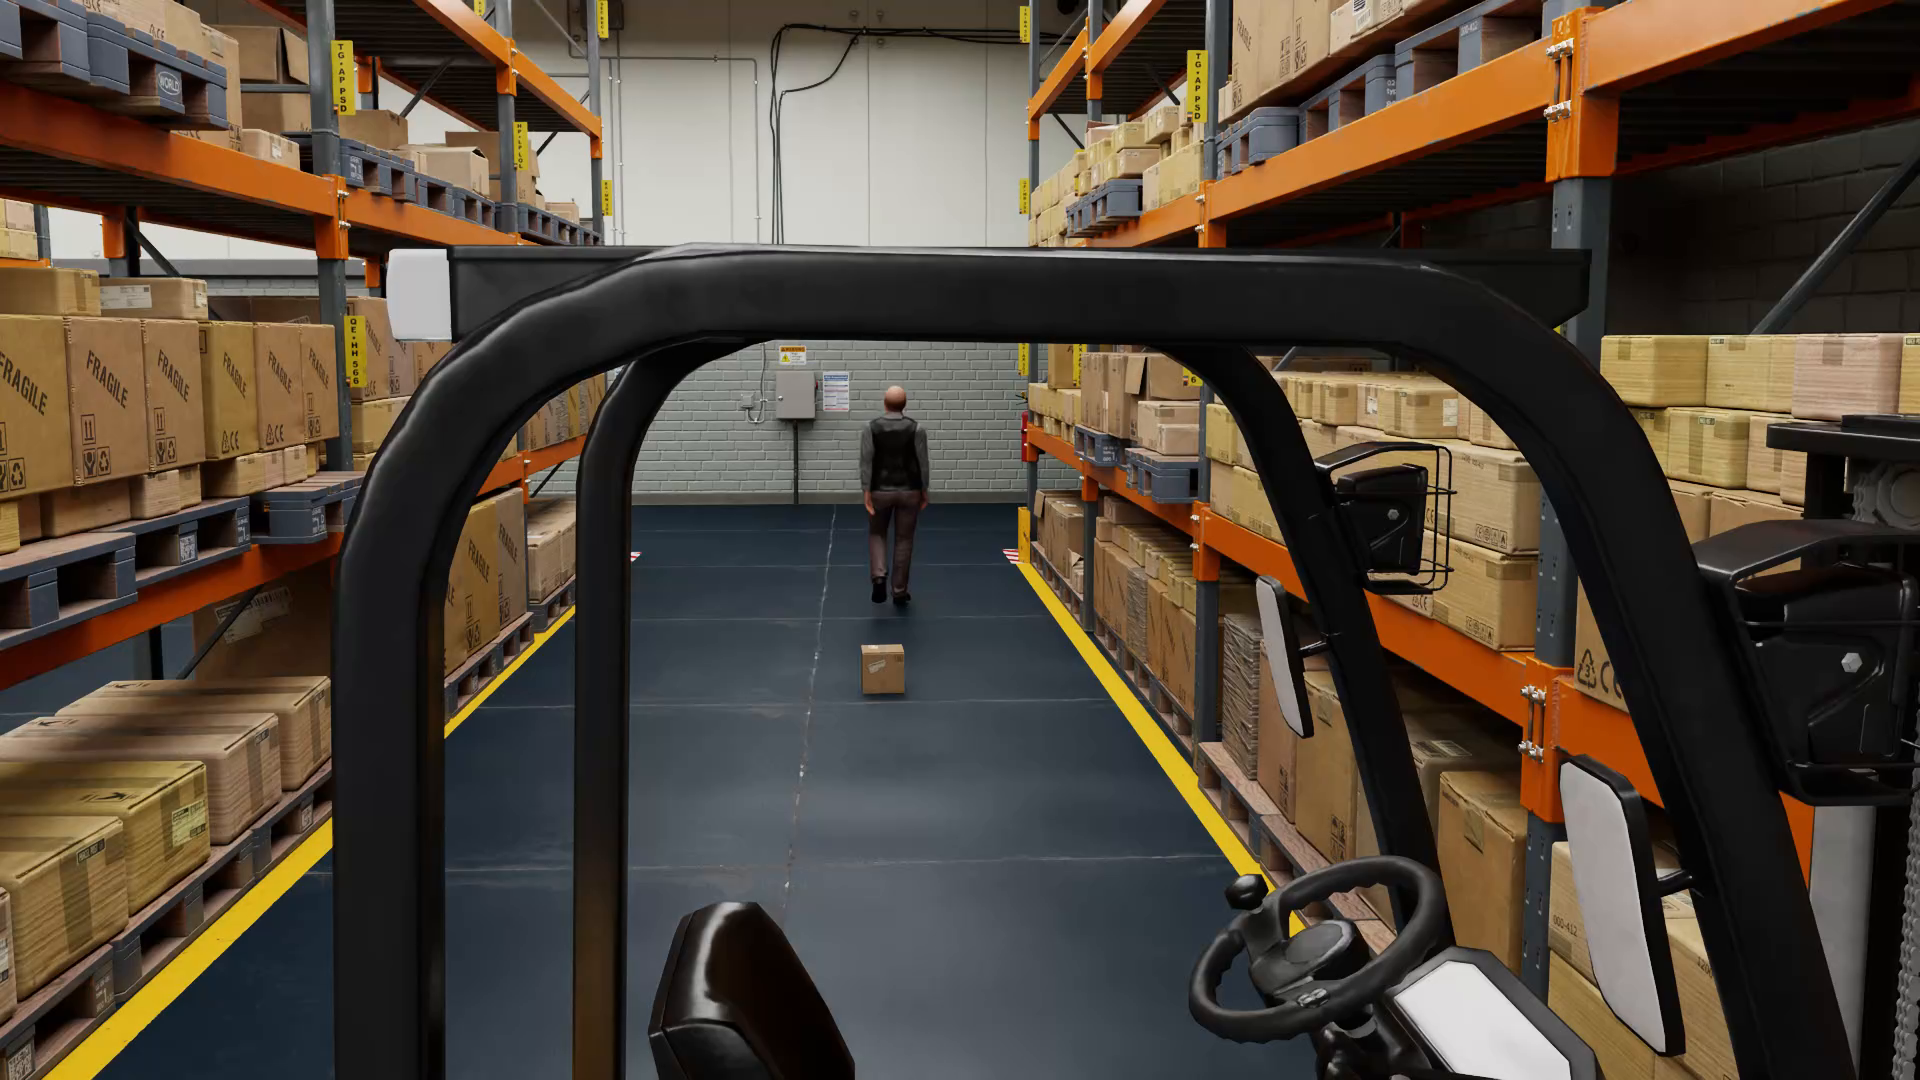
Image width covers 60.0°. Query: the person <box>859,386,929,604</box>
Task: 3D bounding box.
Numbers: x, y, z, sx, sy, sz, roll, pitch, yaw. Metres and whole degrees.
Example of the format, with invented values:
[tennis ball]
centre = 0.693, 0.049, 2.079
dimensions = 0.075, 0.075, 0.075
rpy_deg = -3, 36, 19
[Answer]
[person]
centre = -0.514, -0.347, 13.196
dimensions = 0.539, 1.748, 0.472
rpy_deg = 0, 7, 3
